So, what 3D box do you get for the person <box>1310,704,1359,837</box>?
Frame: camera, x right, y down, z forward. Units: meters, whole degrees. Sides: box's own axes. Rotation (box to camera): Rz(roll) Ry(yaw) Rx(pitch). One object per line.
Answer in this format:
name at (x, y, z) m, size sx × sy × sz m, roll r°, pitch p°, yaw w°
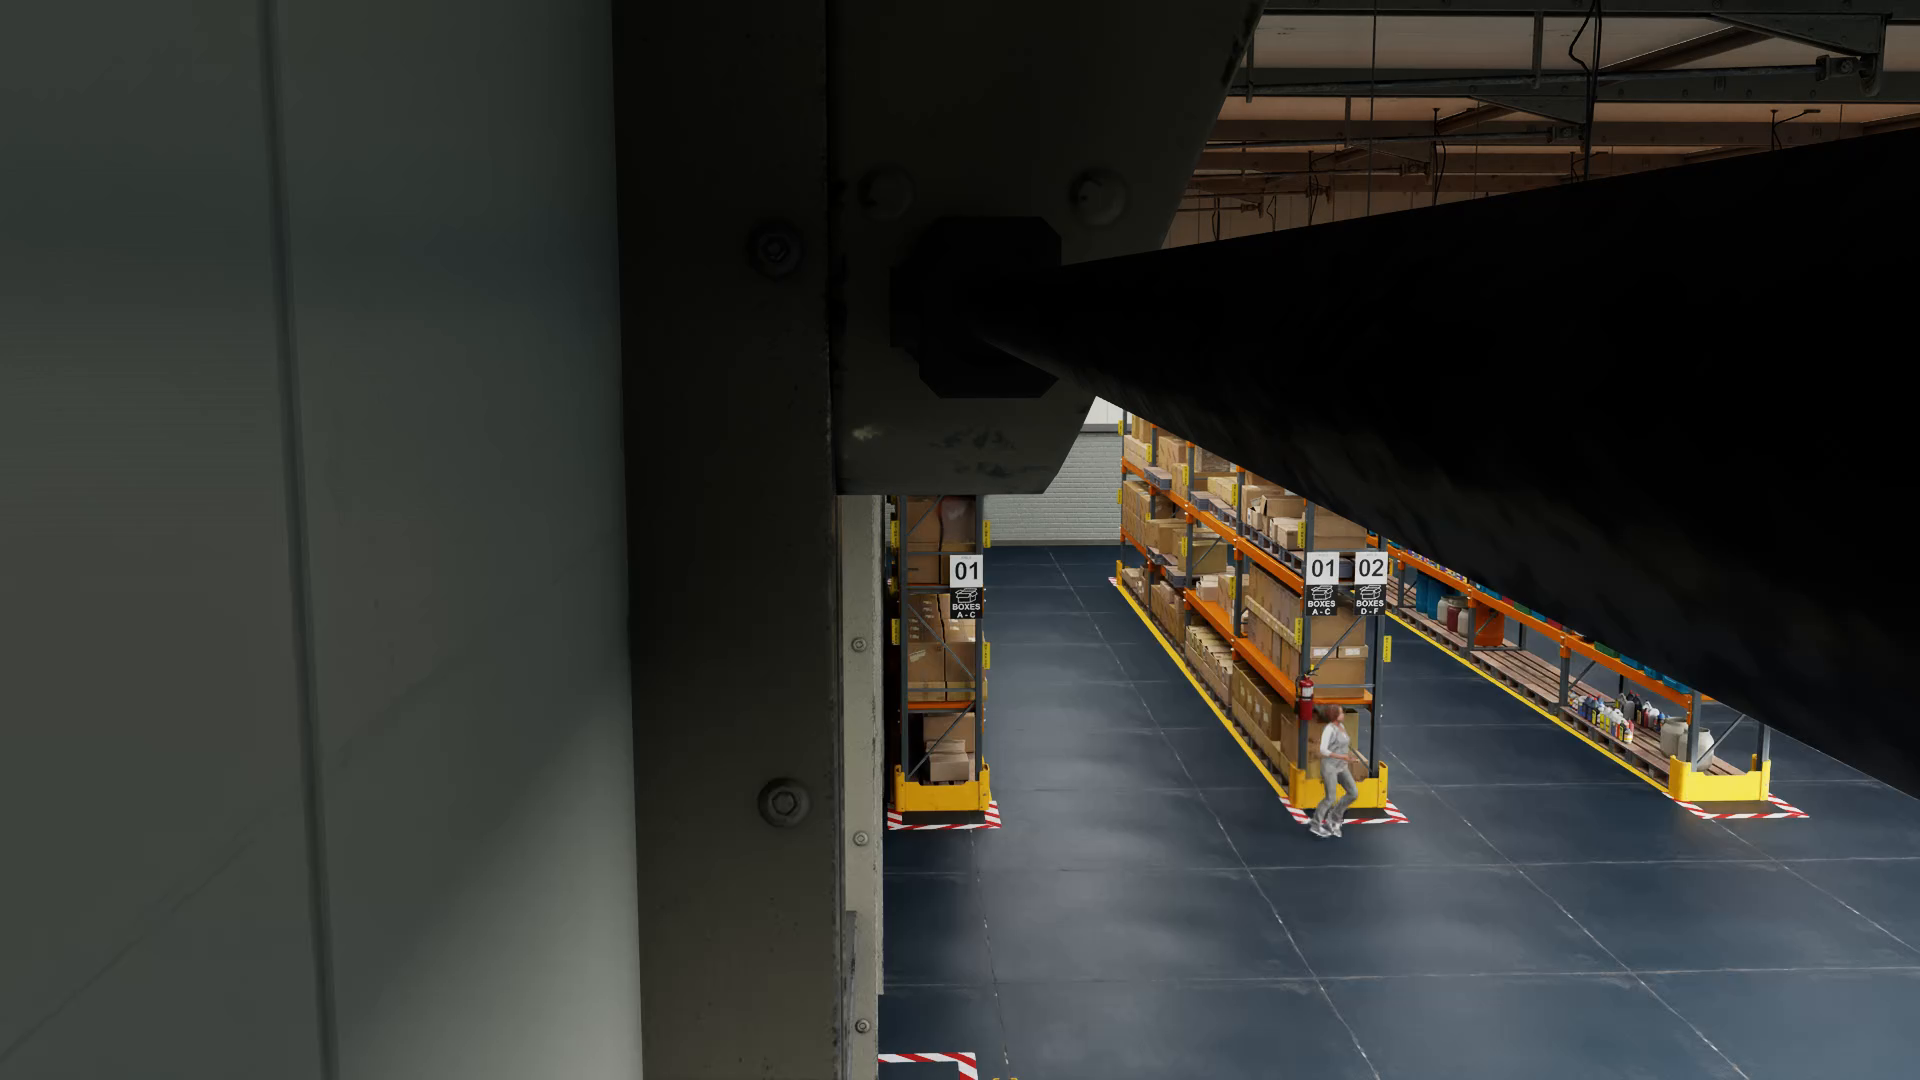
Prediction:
person at (4.403, 2.694, 19.440) m, size 0.542 × 1.577 × 0.549 m, roll 7°, pitch 11°, yaw 41°
